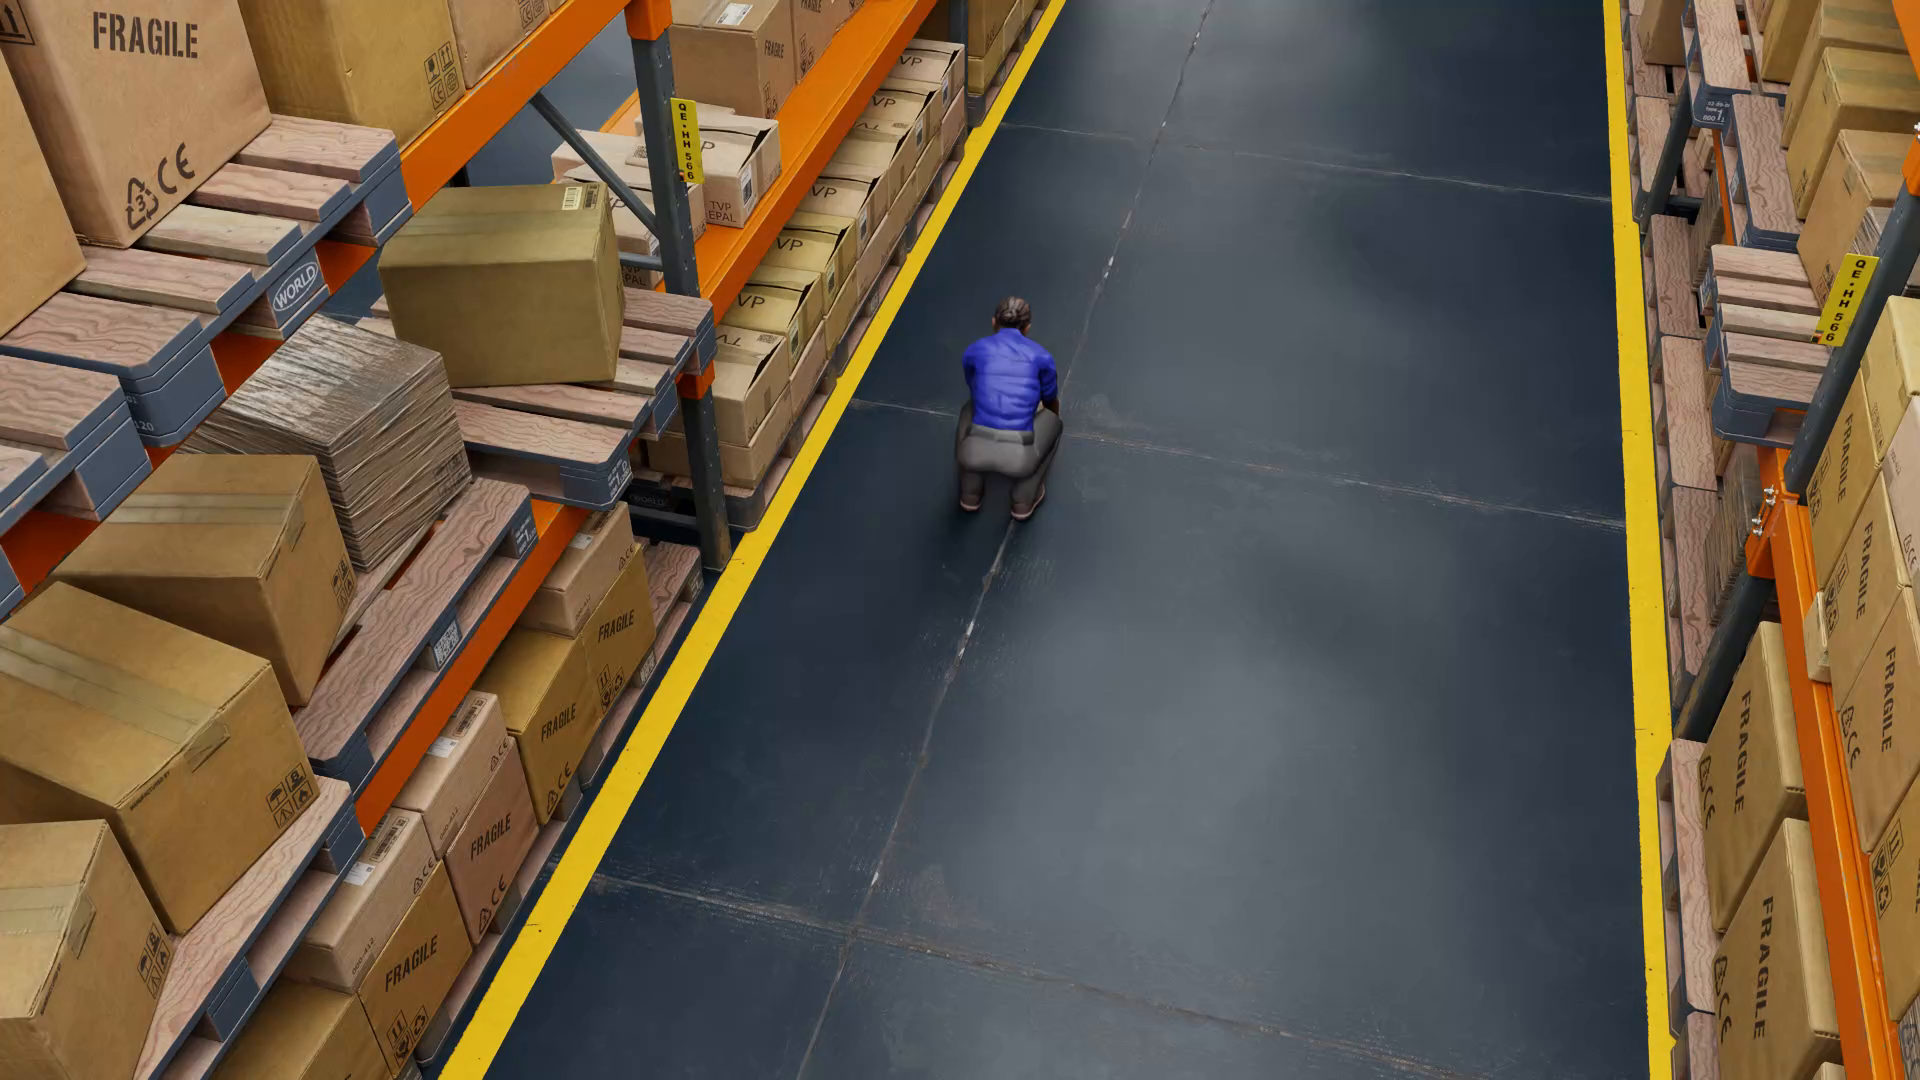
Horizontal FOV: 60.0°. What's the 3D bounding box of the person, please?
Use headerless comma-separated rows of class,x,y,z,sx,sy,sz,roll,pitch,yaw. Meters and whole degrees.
person,0.216,-0.577,7.488,0.480,0.806,0.811,10,42,11
